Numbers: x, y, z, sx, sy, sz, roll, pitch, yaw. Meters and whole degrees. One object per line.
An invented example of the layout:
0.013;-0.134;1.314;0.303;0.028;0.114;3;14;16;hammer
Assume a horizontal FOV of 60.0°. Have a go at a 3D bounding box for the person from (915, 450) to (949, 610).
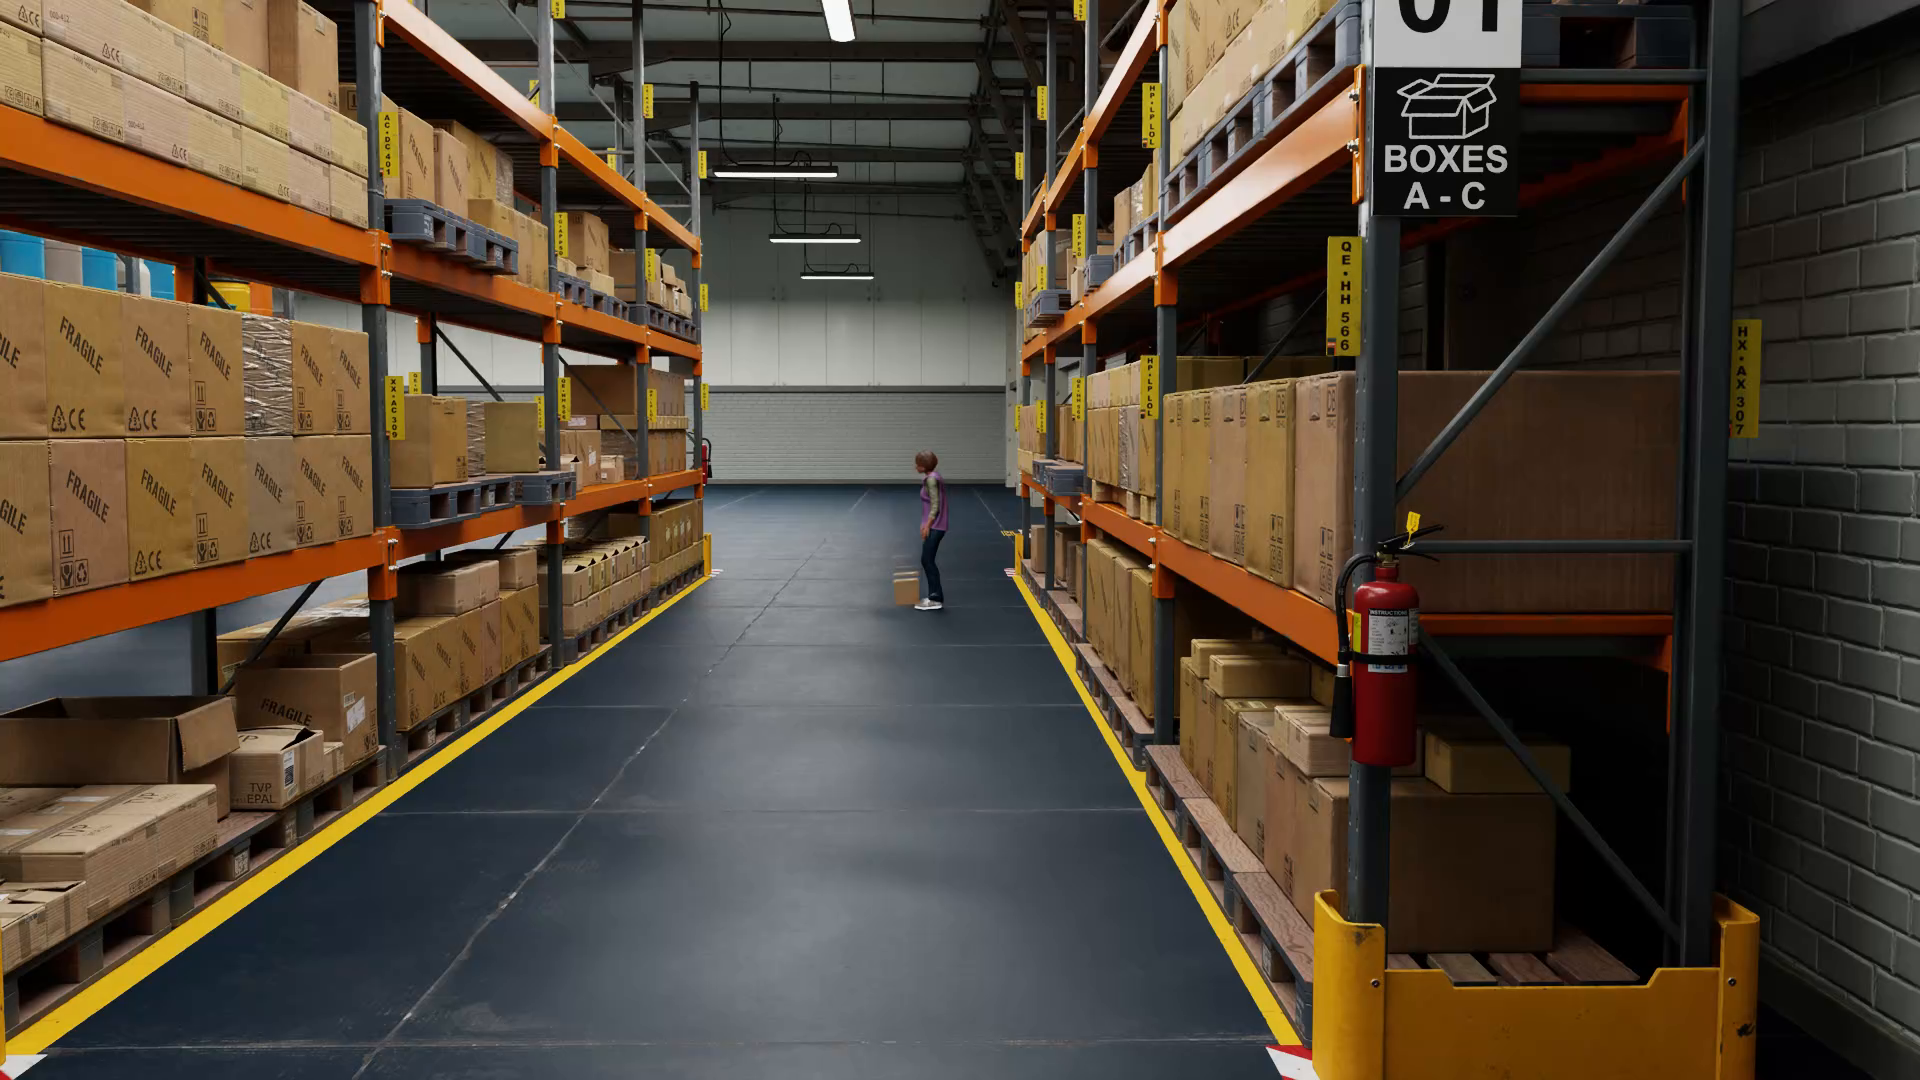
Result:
-0.289;-0.104;16.727;0.341;1.594;0.459;0;4;-3;person
